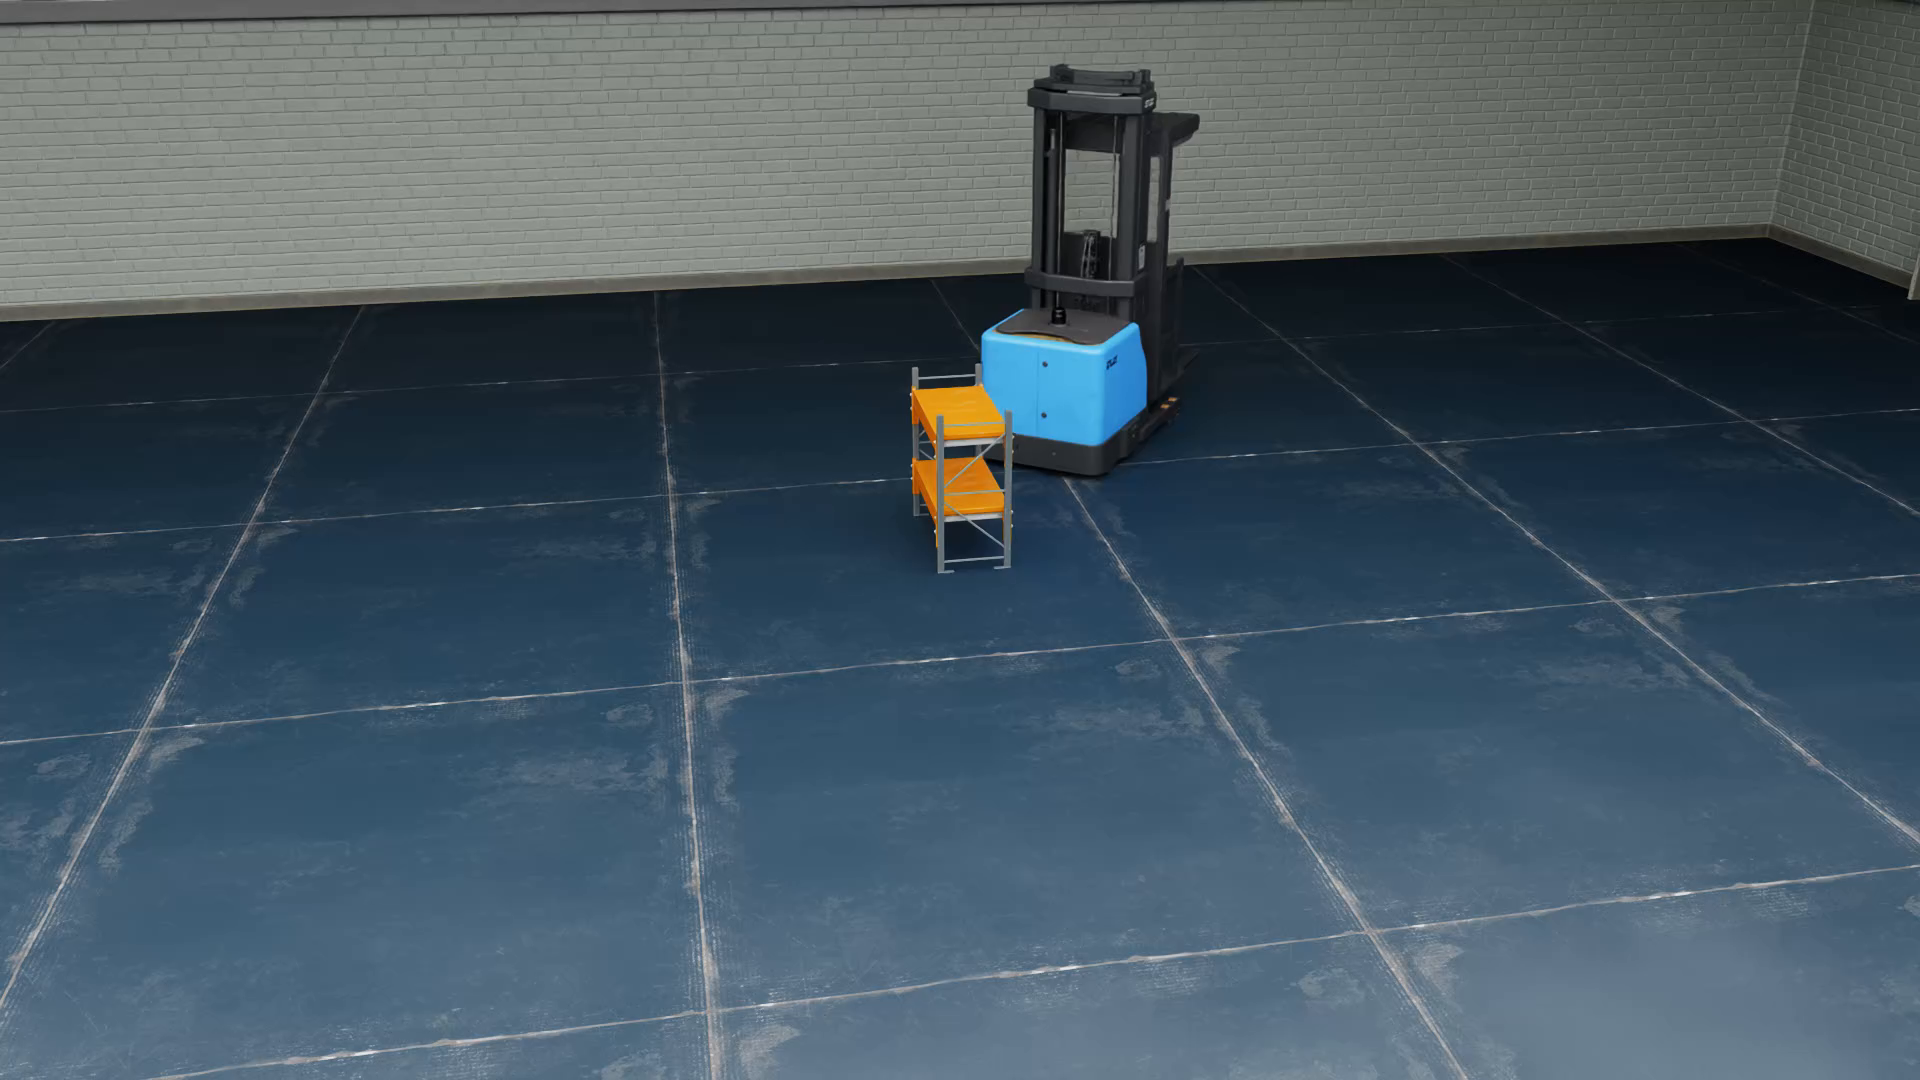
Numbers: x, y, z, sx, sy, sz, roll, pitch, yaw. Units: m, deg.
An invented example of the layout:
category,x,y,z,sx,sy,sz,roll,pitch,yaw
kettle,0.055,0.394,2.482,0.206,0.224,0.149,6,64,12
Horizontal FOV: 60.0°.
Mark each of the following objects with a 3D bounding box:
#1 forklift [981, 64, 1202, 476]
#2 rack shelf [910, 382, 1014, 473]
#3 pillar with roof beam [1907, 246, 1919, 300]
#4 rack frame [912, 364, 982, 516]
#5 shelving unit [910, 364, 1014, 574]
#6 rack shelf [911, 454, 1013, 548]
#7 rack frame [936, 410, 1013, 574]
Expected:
category,x,y,z,sx,sy,sz,roll,pitch,yaw
forklift,1.243,-2.391,13.561,1.130,2.935,3.031,11,26,23
rack shelf,0.001,-0.781,11.402,0.538,0.278,1.000,-4,24,-10
pillar with roof beam,5.986,-6.300,14.931,9.100,9.000,0.400,-4,24,-10
rack frame,-0.093,-0.713,11.977,0.500,1.125,0.032,-4,24,-10
shelving unit,0.001,-0.513,11.519,0.538,1.125,1.048,-4,24,-10
rack shelf,0.001,-0.289,11.617,0.538,0.278,1.000,-4,24,-10
rack frame,0.095,-0.313,11.061,0.500,1.125,0.032,-4,24,-10
